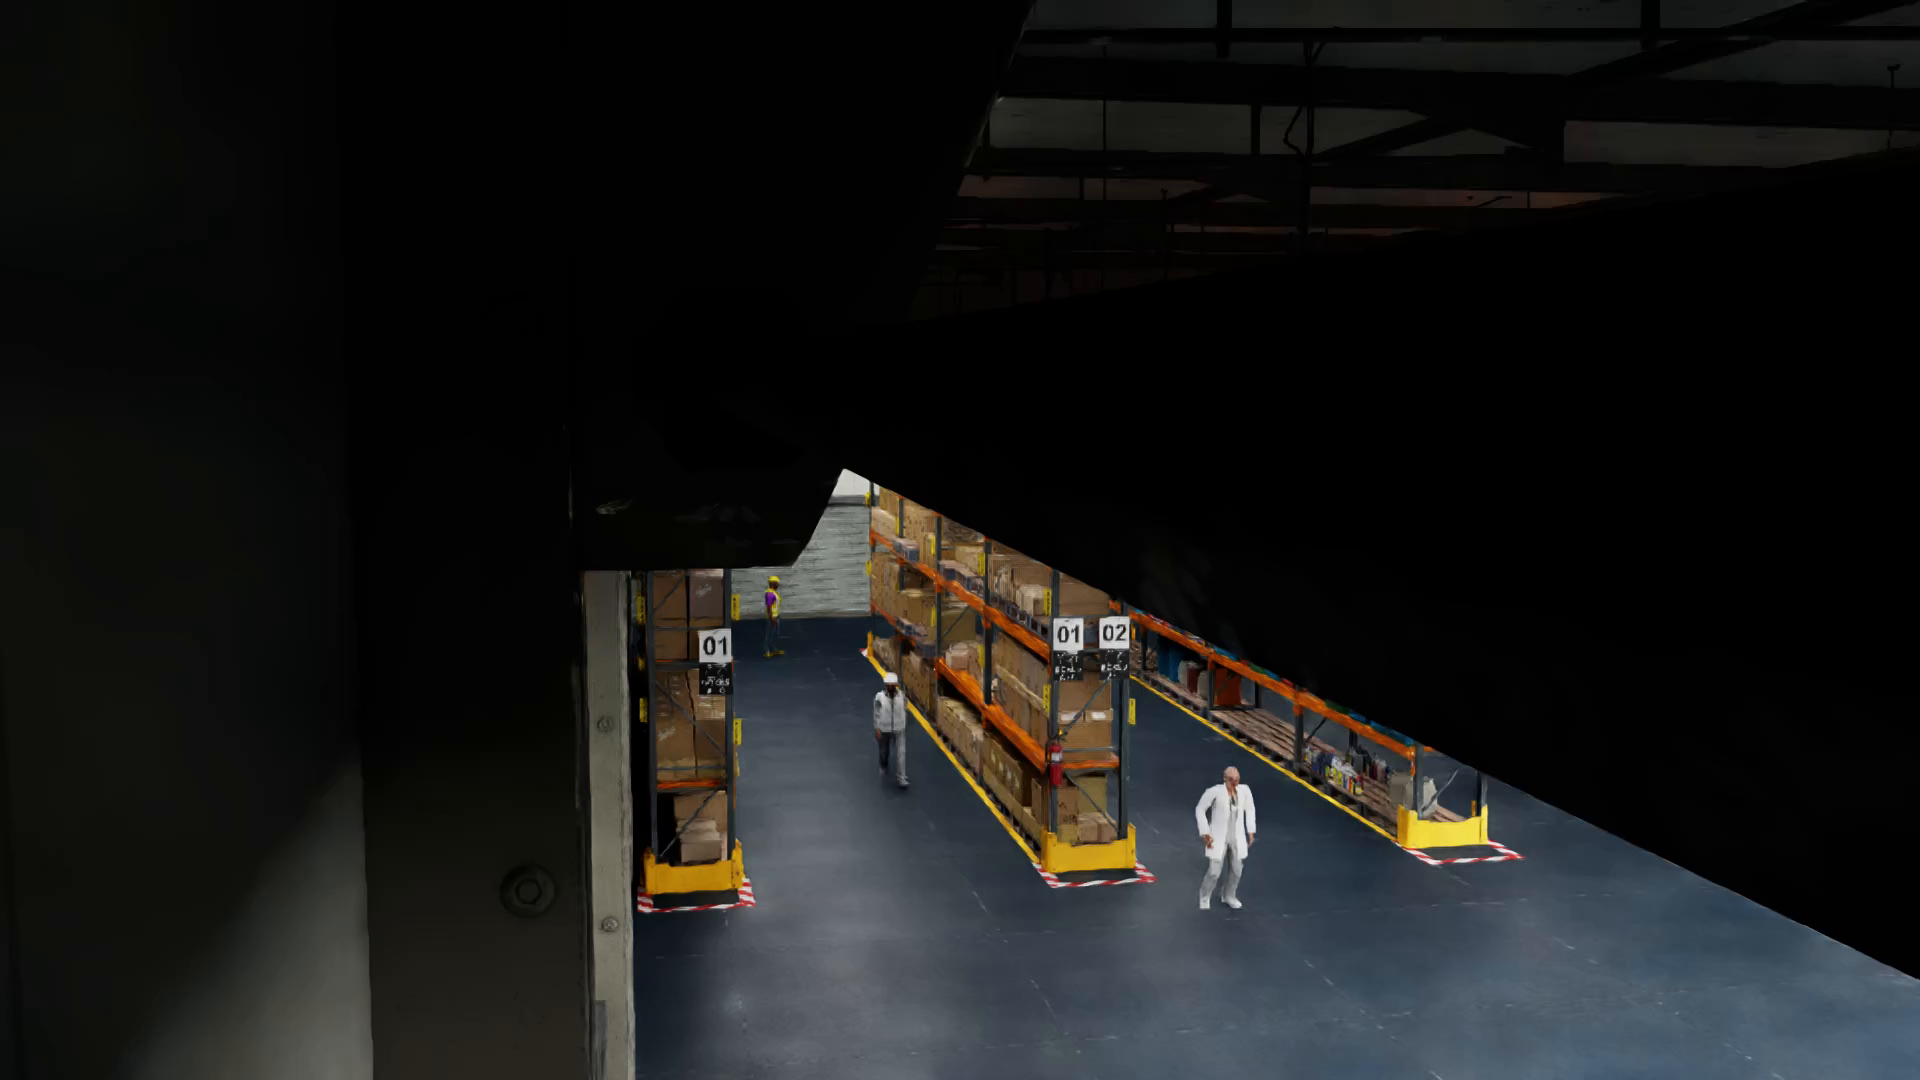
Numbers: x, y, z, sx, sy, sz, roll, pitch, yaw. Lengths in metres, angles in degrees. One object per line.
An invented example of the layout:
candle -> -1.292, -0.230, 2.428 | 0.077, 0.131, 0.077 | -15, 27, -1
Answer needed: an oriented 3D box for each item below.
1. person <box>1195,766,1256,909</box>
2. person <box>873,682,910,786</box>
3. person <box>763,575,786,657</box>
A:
person -> 3.086, 3.453, 19.384 | 0.729, 1.733, 0.546 | -1, 6, -13
person -> -1.057, 2.866, 25.271 | 0.543, 1.647, 1.115 | -1, 6, -9
person -> -4.071, 1.646, 36.302 | 0.417, 1.766, 0.649 | 1, 6, 7
